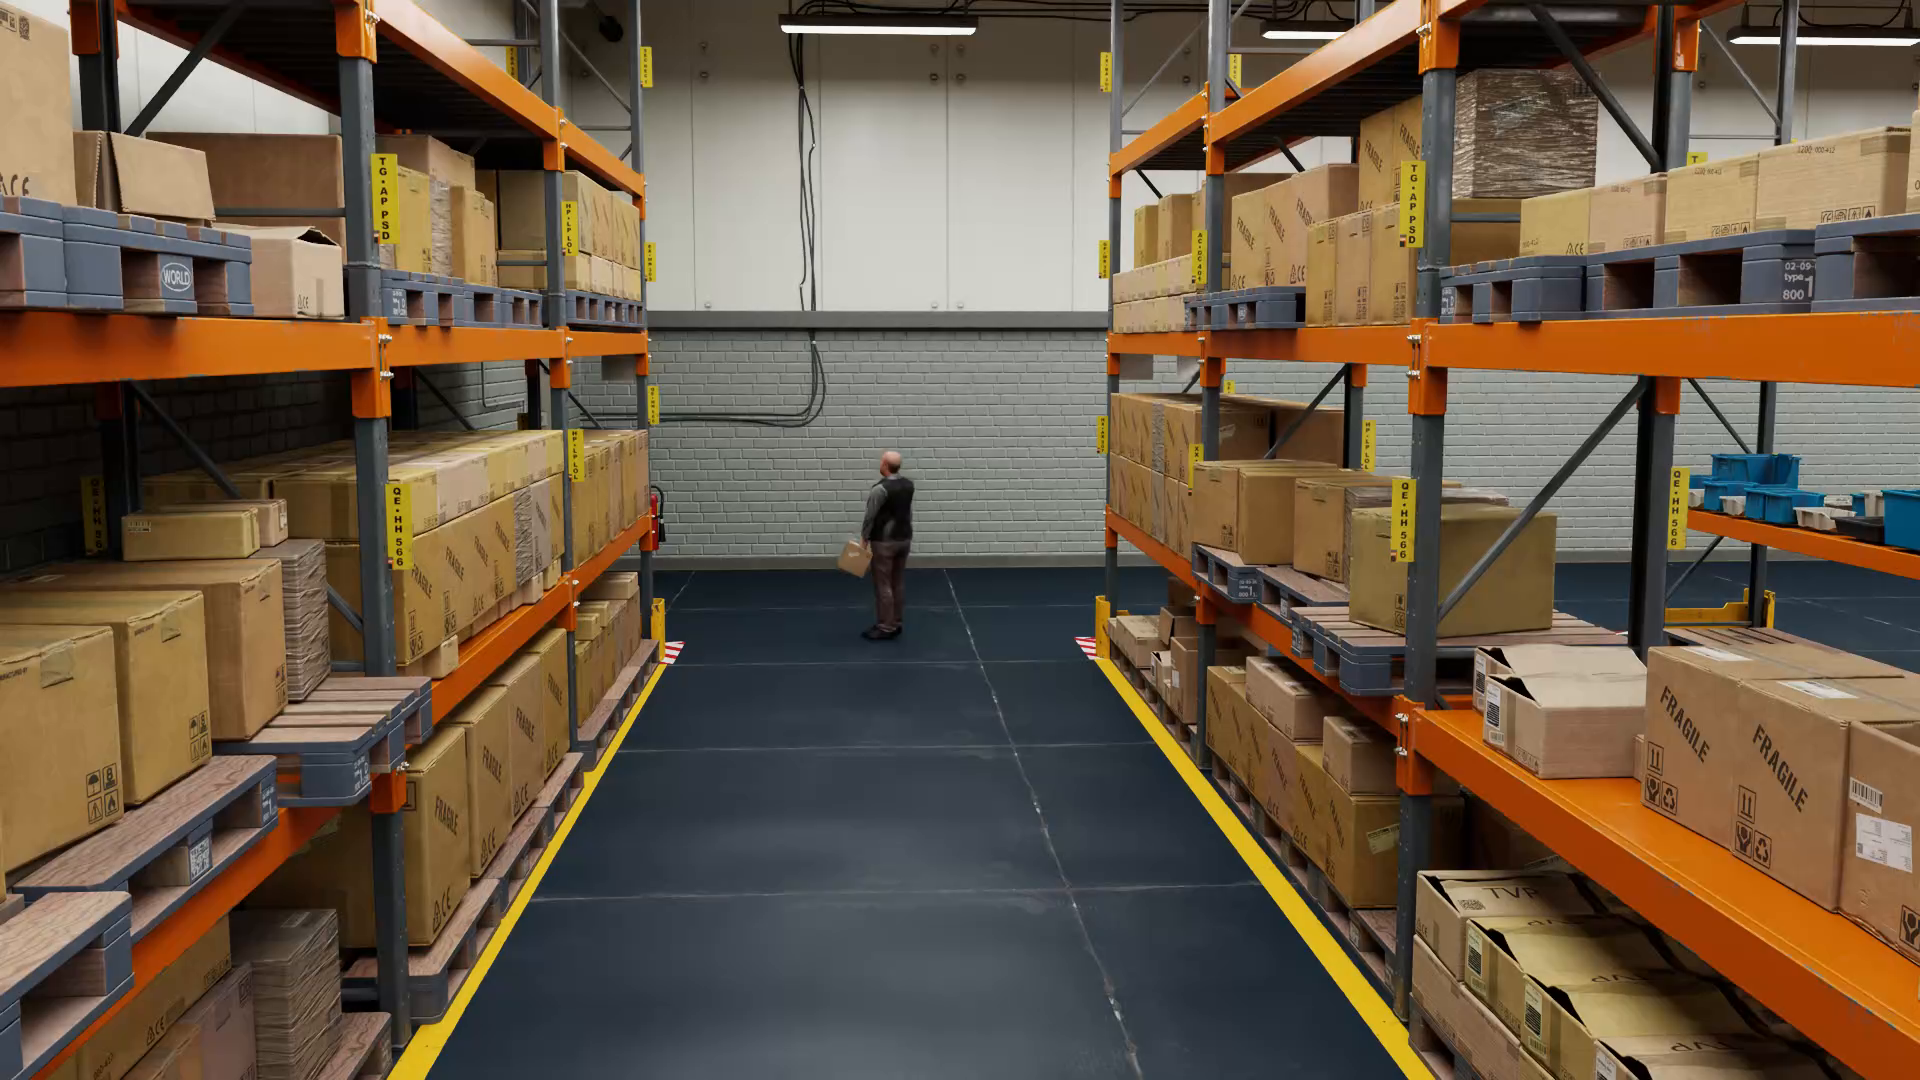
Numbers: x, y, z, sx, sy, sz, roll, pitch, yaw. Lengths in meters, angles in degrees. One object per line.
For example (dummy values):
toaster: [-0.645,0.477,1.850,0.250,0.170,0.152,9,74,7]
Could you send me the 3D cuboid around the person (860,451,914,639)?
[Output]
person: [-0.710,0.036,15.420,0.516,1.728,0.534,6,9,42]
